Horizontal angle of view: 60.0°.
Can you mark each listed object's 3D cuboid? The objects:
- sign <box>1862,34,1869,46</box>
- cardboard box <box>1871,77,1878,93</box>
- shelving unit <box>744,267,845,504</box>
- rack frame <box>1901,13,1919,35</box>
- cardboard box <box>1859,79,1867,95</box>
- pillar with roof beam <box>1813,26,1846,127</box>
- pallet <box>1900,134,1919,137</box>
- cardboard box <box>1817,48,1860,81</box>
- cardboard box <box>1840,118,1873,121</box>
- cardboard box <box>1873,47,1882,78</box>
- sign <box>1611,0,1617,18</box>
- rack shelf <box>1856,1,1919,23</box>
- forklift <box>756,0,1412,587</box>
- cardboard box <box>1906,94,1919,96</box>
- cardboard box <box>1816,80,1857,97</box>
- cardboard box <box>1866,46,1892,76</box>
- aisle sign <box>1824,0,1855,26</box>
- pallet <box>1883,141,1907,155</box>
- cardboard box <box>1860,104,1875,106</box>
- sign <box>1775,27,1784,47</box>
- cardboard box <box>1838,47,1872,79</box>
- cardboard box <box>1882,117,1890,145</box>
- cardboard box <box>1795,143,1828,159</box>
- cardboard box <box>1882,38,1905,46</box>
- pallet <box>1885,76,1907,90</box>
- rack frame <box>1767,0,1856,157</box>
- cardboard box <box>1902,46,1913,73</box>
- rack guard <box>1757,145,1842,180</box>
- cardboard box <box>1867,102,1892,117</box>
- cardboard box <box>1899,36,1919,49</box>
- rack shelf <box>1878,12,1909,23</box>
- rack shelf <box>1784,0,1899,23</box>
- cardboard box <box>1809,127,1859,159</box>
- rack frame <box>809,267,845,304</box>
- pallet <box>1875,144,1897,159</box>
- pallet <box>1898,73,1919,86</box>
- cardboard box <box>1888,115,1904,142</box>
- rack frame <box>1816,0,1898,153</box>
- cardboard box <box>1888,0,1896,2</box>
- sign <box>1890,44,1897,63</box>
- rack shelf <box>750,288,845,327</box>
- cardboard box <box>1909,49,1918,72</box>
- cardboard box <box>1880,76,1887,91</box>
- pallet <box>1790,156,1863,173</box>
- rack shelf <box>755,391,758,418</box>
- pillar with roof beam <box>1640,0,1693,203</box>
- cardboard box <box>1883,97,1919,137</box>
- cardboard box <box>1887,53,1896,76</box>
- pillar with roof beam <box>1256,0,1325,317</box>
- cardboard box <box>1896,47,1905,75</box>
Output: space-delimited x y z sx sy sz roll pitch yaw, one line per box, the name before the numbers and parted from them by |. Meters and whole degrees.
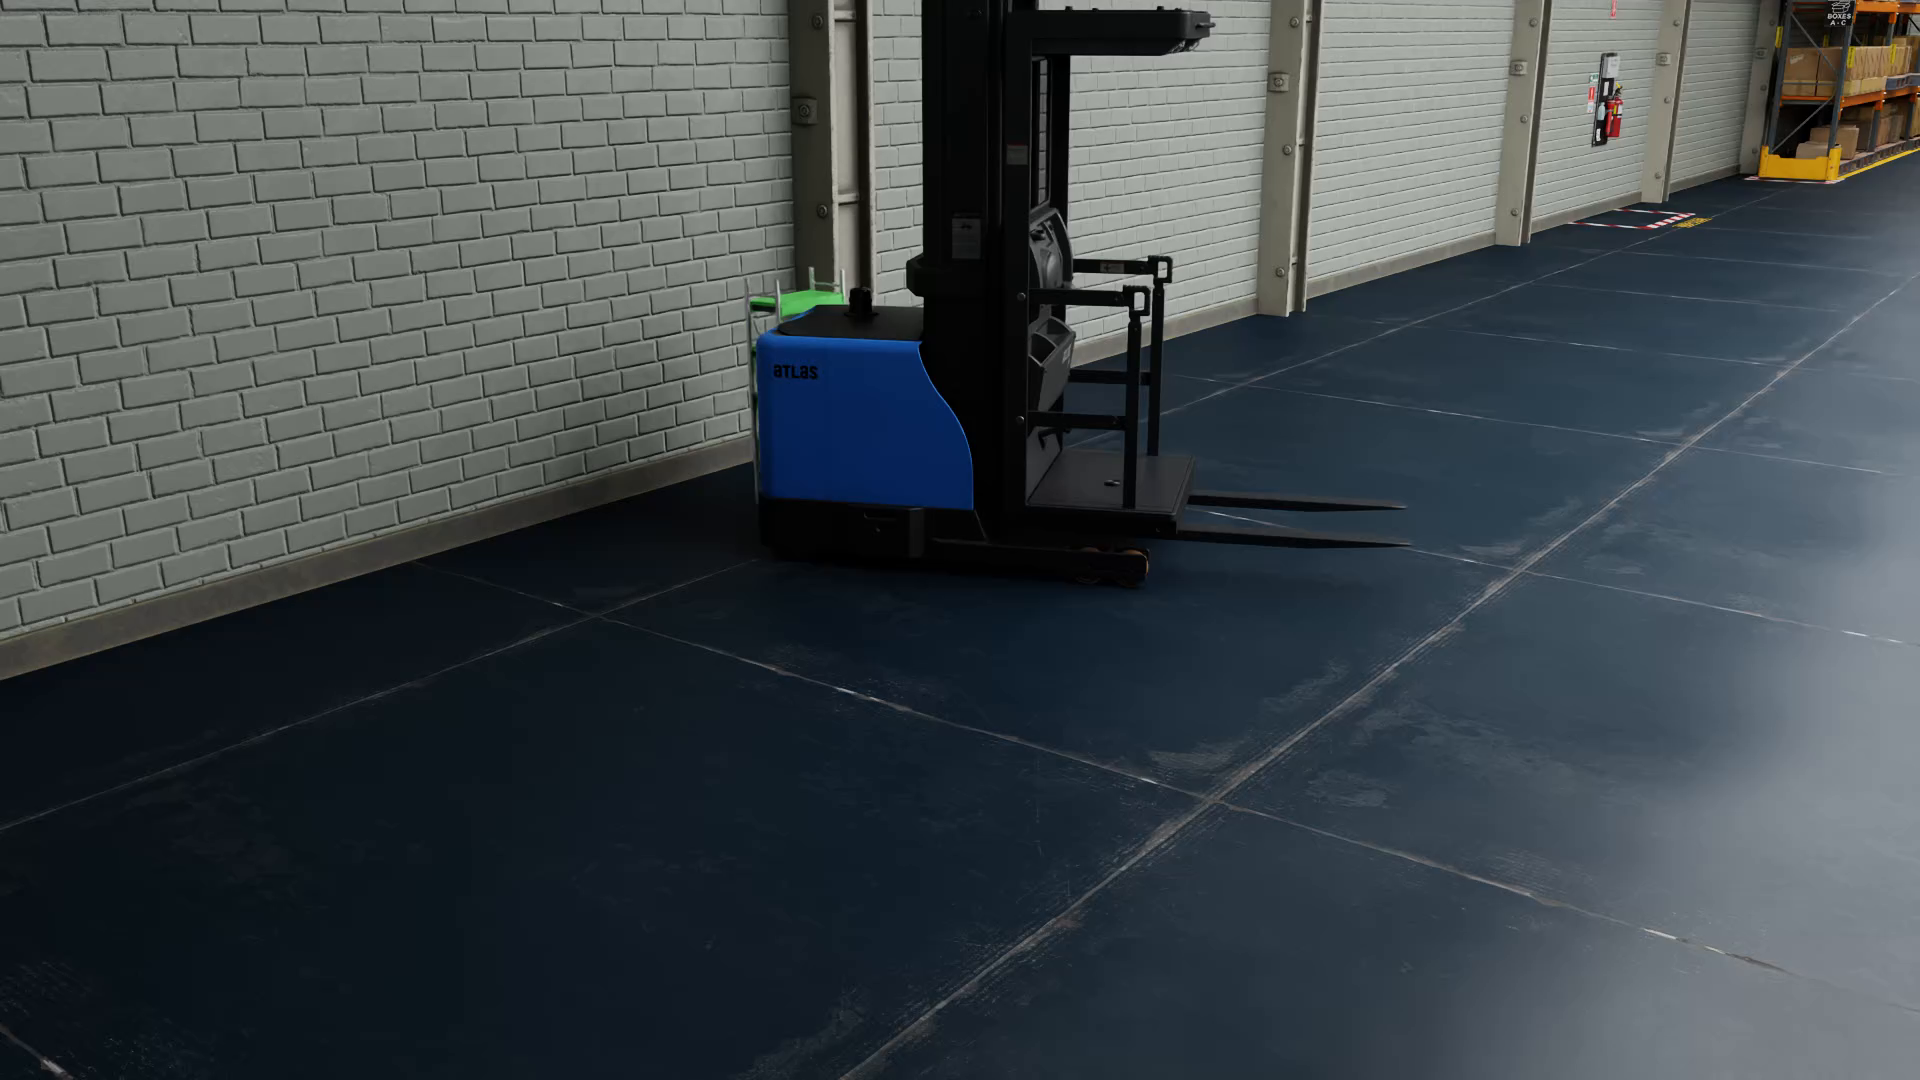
sign | 18.164 -9.981 33.373 0.100 0.325 0.005 12 21 35
cardboard box | 15.598 -7.909 28.875 0.500 0.250 0.500 12 21 34
shelving unit | -0.850 -0.810 8.819 0.258 1.200 0.503 12 21 37
rack frame | 20.995 -10.283 36.299 1.000 3.000 0.127 12 21 35
cardboard box | 14.997 -7.669 28.102 0.500 0.250 0.500 12 21 34
pillar with roof beam | 20.599 -11.278 29.387 9.100 9.000 0.400 12 21 35
pallet | 19.869 -8.462 35.138 1.003 0.211 1.213 12 21 35
cardboard box | 14.370 -7.782 27.199 0.500 0.500 0.500 12 21 35
cardboard box | 16.921 -7.704 31.468 0.700 0.500 0.500 12 21 34
cardboard box | 15.593 -8.269 28.767 0.500 0.500 0.500 12 21 33
sign | 8.404 -6.856 21.356 0.001 0.298 0.199 12 21 35
rack shelf | 17.420 -9.943 31.359 1.077 0.370 4.000 12 21 35
forklift | 0.611 -1.360 7.680 3.031 2.935 1.130 4 18 12
cardboard box | 20.185 -9.067 35.300 0.750 0.750 0.750 13 22 36
cardboard box | 14.390 -7.423 27.308 0.500 0.250 0.500 12 21 33
cardboard box | 16.195 -8.506 29.533 0.500 0.500 0.500 12 21 35
aisle sign | 14.043 -8.596 26.484 0.394 0.787 0.004 12 21 35
pallet | 18.145 -7.813 33.046 1.003 0.211 1.213 12 21 35
cardboard box | 17.220 -8.160 31.673 0.500 0.250 0.500 12 21 33
sign | 13.411 -8.232 27.208 0.100 0.325 0.005 12 21 35
cardboard box | 14.986 -8.019 27.965 0.500 0.500 0.500 12 21 33
cardboard box | 17.551 -7.941 32.229 0.700 0.500 0.500 12 21 34
cardboard box | 14.329 -6.500 27.909 0.500 0.311 0.500 10 20 29
cardboard box | 18.250 -9.731 32.518 0.380 0.149 0.250 9 19 26
pallet | 16.800 -8.442 30.695 1.003 0.211 1.213 12 21 35
rack frame | 13.845 -7.425 27.096 1.000 3.000 0.127 12 21 35
cardboard box | 18.339 -9.474 32.785 0.700 0.500 0.500 10 20 28
rack guard | 13.890 -6.249 27.525 1.175 0.500 0.348 12 21 35
cardboard box | 17.834 -8.399 32.442 0.500 0.250 0.500 13 21 36
cardboard box | 19.106 -9.957 33.282 0.500 0.250 0.500 13 22 36
rack shelf | 19.803 -10.896 34.427 1.077 0.370 4.000 12 21 35
rack shelf | 15.036 -8.990 28.291 1.077 0.370 4.000 12 21 35
cardboard box | 15.146 -6.892 28.852 0.700 0.500 0.500 11 20 31
rack frame | -0.699 -0.867 9.002 0.240 1.200 0.015 12 21 37
pallet | 17.417 -7.523 32.115 1.003 0.211 1.213 12 21 35
pallet | 18.272 -9.050 32.653 1.213 0.211 1.003 12 21 35
cardboard box | 18.224 -8.166 32.955 0.700 0.500 0.500 13 21 35
rack frame | 16.228 -8.378 30.163 1.000 3.000 0.127 12 21 35
cardboard box | 16.124 -9.703 29.171 0.500 0.500 0.500 13 22 36
sign | 16.668 -8.697 29.732 0.100 0.325 0.005 12 21 35
rack shelf | -0.858 -1.209 8.701 0.258 0.148 0.480 12 21 37
cardboard box | 19.106 -9.600 33.396 0.500 0.500 0.500 13 22 36
cardboard box | 16.189 -8.149 29.647 0.500 0.250 0.500 12 21 35
pallet | 15.130 -6.588 29.102 1.003 0.211 1.213 12 21 35
rack shelf | -0.849 -0.749 8.837 0.258 0.148 0.480 12 21 37
pillar with roof beam | 13.449 -8.420 20.183 9.100 9.000 0.400 12 21 35
cardboard box | 19.155 -8.656 33.977 0.750 0.750 0.750 12 21 34
cardboard box | 16.897 -8.883 30.879 0.700 0.500 0.500 15 23 40
pillar with roof beam | 6.299 -5.562 10.980 9.100 9.000 0.400 12 21 35
cardboard box | 17.615 -9.174 31.817 0.700 0.500 0.500 12 21 35
